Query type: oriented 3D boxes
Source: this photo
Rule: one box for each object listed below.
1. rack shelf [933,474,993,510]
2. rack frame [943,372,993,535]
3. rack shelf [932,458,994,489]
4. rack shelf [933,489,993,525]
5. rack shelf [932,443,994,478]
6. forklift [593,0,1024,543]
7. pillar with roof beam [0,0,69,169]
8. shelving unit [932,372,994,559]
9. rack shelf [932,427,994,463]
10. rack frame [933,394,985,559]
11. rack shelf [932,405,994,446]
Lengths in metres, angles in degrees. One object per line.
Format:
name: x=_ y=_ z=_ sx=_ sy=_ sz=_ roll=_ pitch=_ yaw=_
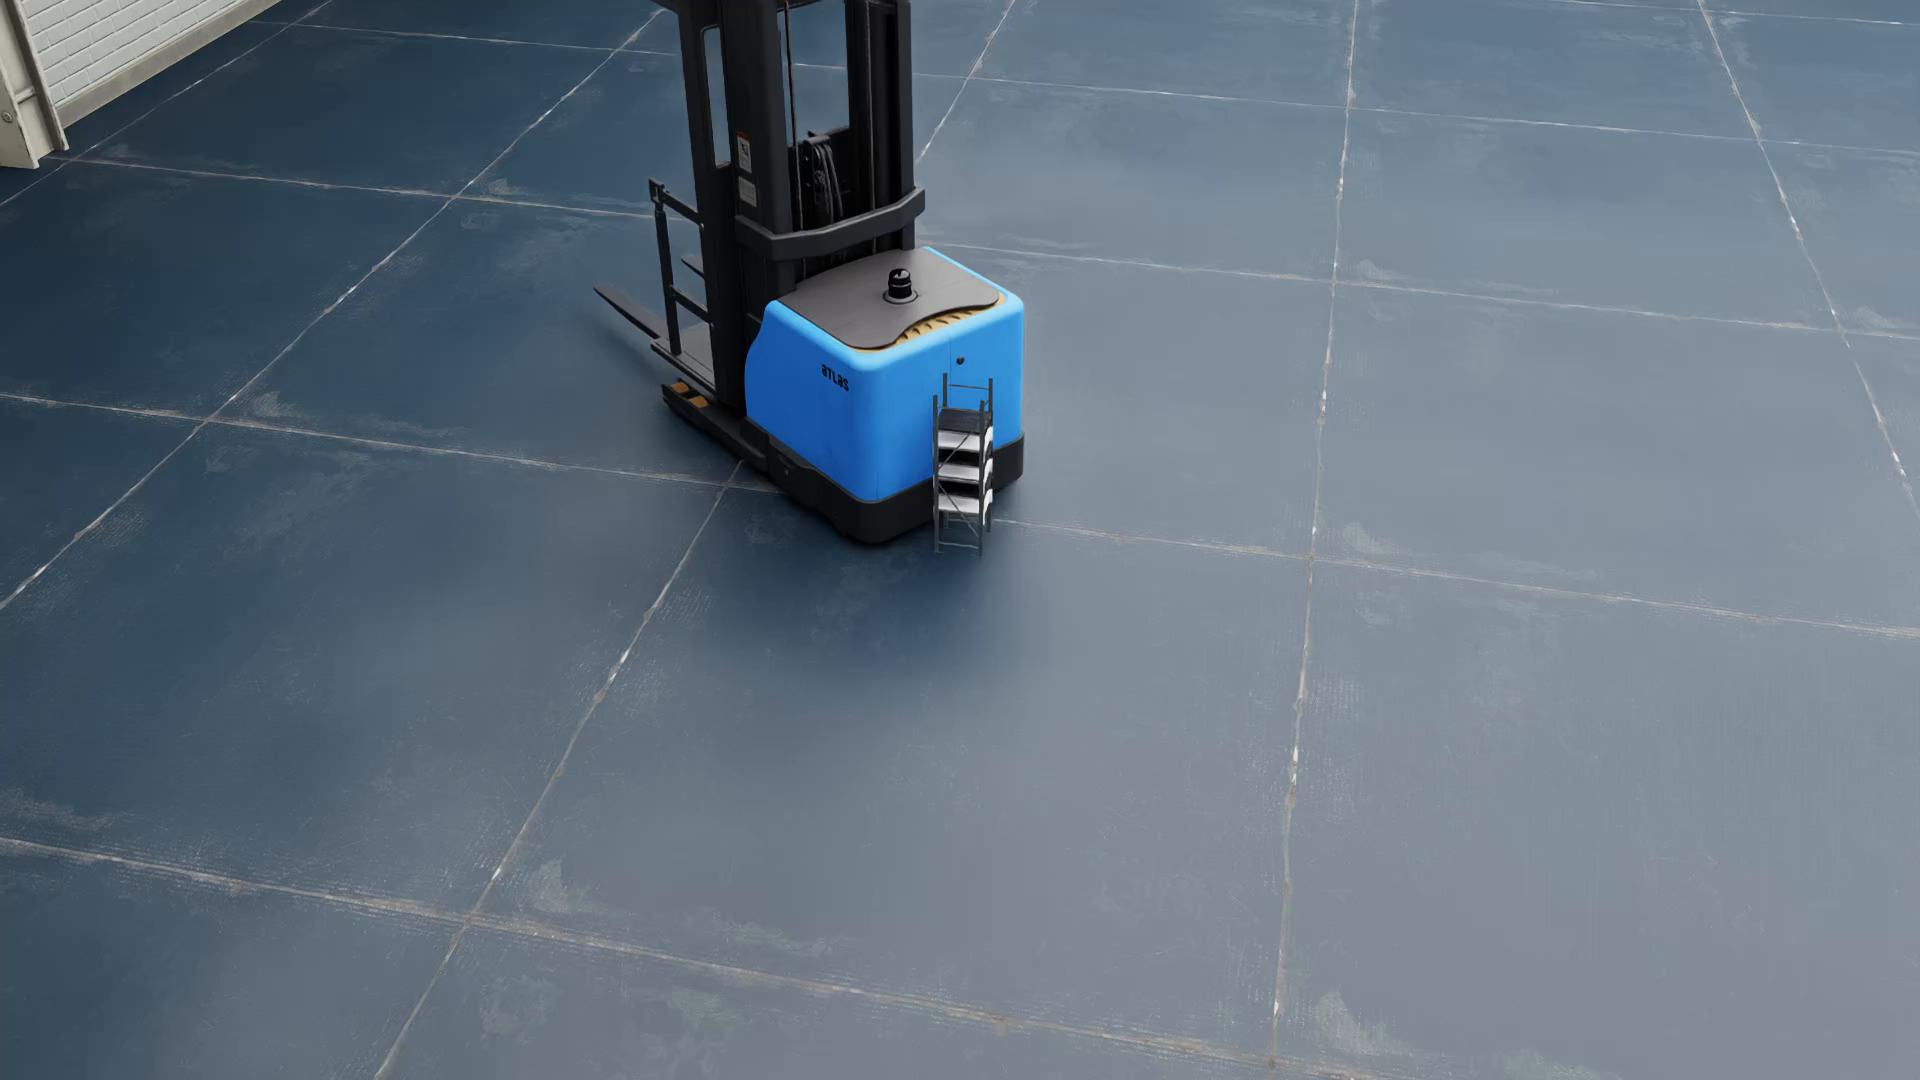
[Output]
rack shelf: x=0.015 y=-0.248 z=8.035 sx=0.258 sy=0.077 sz=0.200 roll=7 pitch=37 yaw=10
rack frame: x=0.037 y=-0.406 z=8.043 sx=0.240 sy=0.900 sz=0.006 roll=7 pitch=37 yaw=10
rack shelf: x=0.016 y=-0.321 z=7.982 sx=0.258 sy=0.077 sz=0.200 roll=7 pitch=37 yaw=10
rack shelf: x=0.015 y=-0.175 z=8.088 sx=0.258 sy=0.077 sz=0.200 roll=7 pitch=37 yaw=10
rack shelf: x=0.016 y=-0.394 z=7.929 sx=0.258 sy=0.077 sz=0.200 roll=7 pitch=37 yaw=10
forklift: x=-0.991 y=-1.972 z=8.473 sx=1.130 sy=2.935 sz=3.031 roll=-25 pitch=43 yaw=-31
pillar with roof beam: x=-2.536 y=-5.896 z=8.717 sx=9.100 sy=9.000 sz=0.400 roll=7 pitch=37 yaw=10
shelving unit: x=0.016 y=-0.348 z=7.963 sx=0.258 sy=0.900 sz=0.210 roll=7 pitch=37 yaw=10
rack shelf: x=0.016 y=-0.466 z=7.877 sx=0.258 sy=0.077 sz=0.200 roll=7 pitch=37 yaw=10
rack frame: x=-0.006 y=-0.289 z=7.882 sx=0.240 sy=0.900 sz=0.006 roll=7 pitch=37 yaw=10
rack shelf: x=0.016 y=-0.539 z=7.824 sx=0.258 sy=0.077 sz=0.200 roll=7 pitch=37 yaw=10
